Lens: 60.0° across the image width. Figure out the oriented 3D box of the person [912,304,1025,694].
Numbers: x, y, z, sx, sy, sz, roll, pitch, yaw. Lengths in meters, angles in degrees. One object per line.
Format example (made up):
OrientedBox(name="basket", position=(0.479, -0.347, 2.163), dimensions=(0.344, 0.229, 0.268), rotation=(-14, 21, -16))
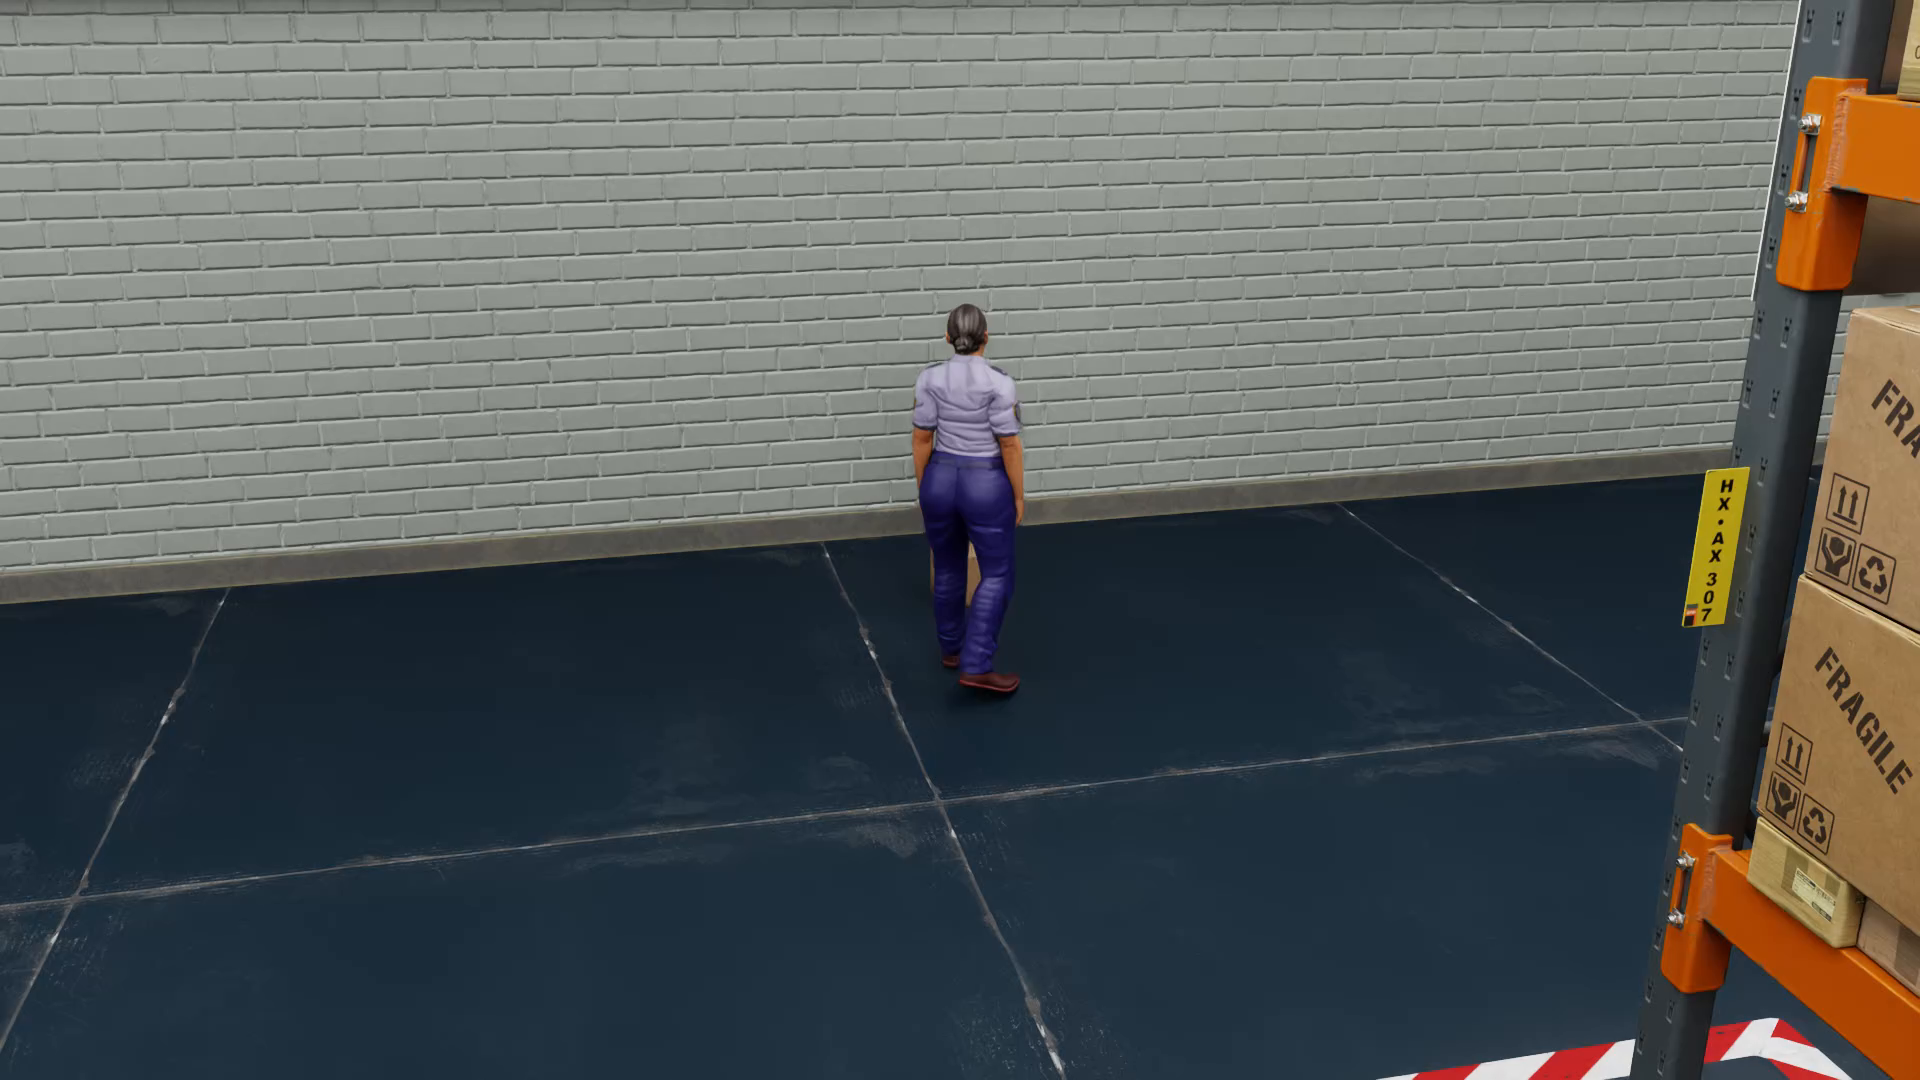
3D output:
OrientedBox(name="person", position=(0.051, -0.182, 7.077), dimensions=(0.521, 1.647, 0.614), rotation=(8, 21, 21))
